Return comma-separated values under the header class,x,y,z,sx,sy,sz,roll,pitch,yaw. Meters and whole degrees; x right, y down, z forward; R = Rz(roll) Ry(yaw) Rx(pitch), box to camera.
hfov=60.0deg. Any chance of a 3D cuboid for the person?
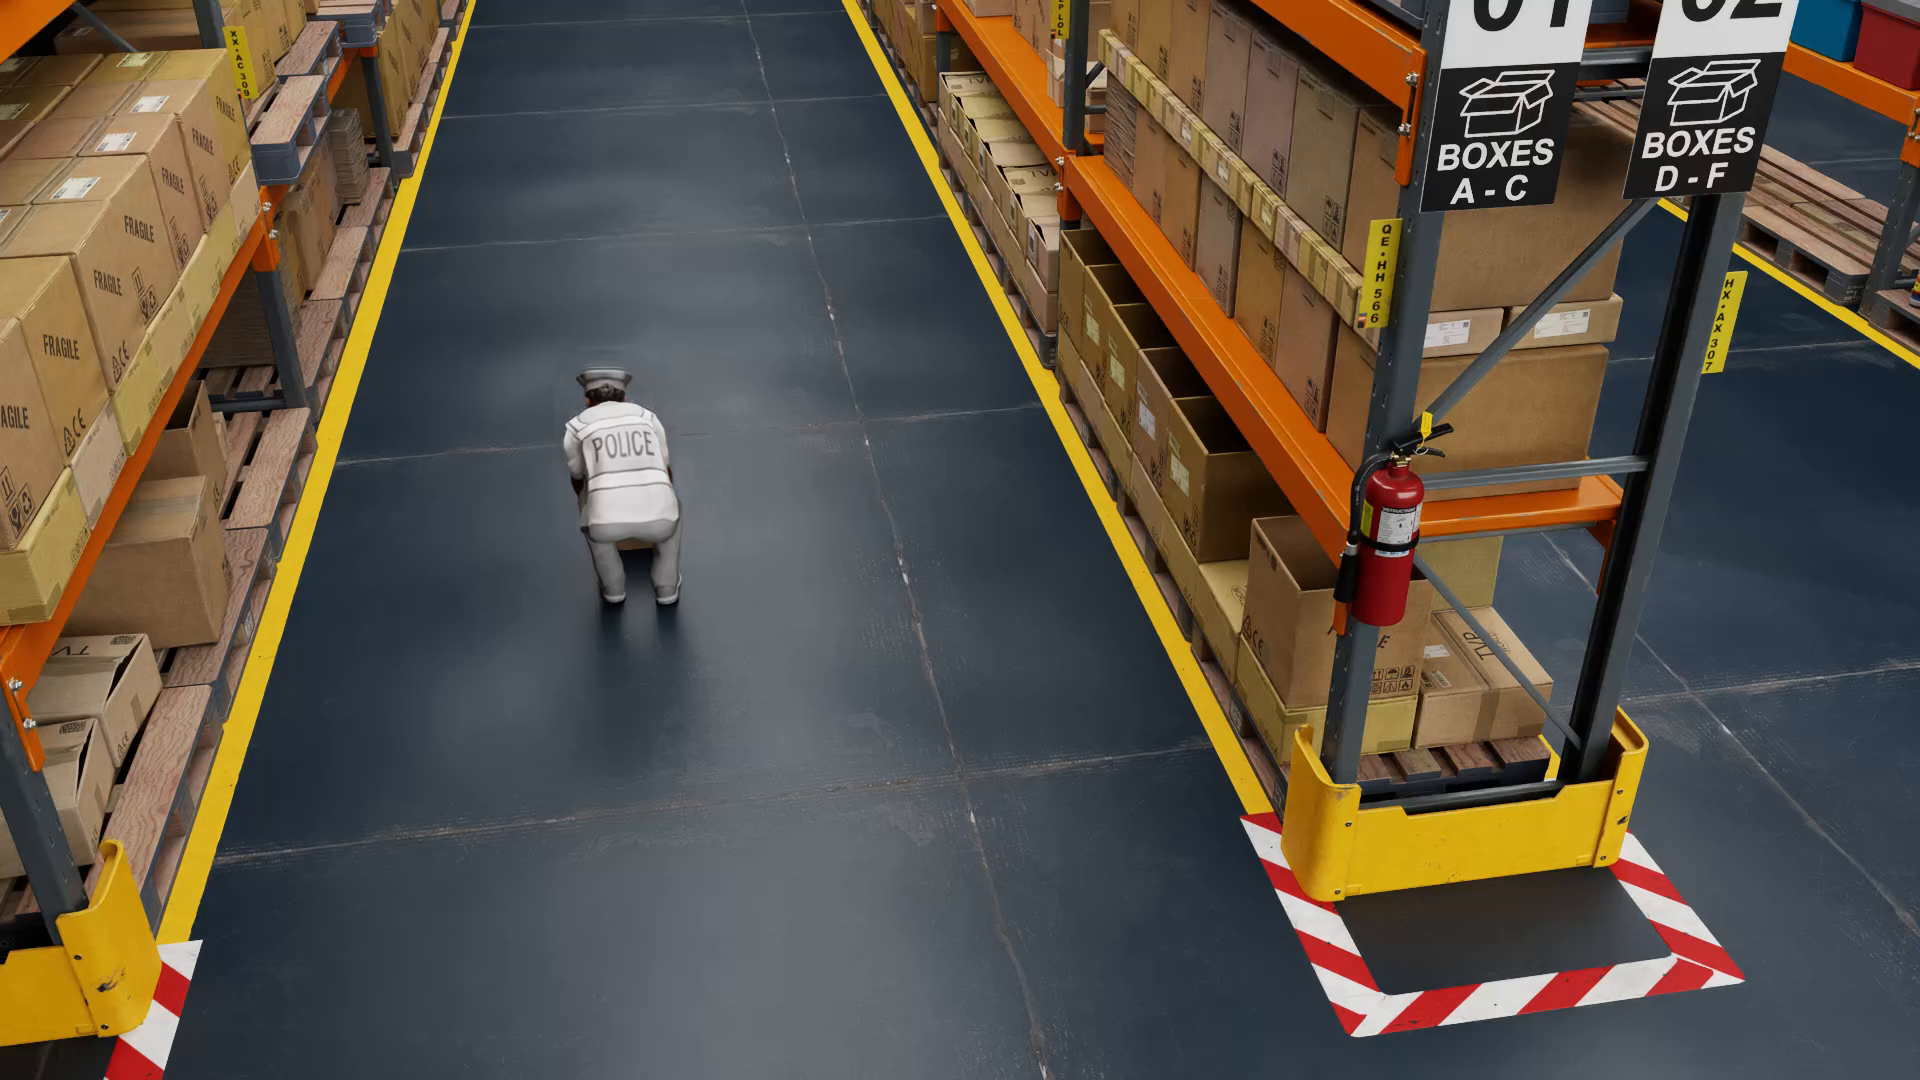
class,x,y,z,sx,sy,sz,roll,pitch,yaw
person,-1.450,-0.173,7.325,0.443,0.767,0.927,-6,31,-10
